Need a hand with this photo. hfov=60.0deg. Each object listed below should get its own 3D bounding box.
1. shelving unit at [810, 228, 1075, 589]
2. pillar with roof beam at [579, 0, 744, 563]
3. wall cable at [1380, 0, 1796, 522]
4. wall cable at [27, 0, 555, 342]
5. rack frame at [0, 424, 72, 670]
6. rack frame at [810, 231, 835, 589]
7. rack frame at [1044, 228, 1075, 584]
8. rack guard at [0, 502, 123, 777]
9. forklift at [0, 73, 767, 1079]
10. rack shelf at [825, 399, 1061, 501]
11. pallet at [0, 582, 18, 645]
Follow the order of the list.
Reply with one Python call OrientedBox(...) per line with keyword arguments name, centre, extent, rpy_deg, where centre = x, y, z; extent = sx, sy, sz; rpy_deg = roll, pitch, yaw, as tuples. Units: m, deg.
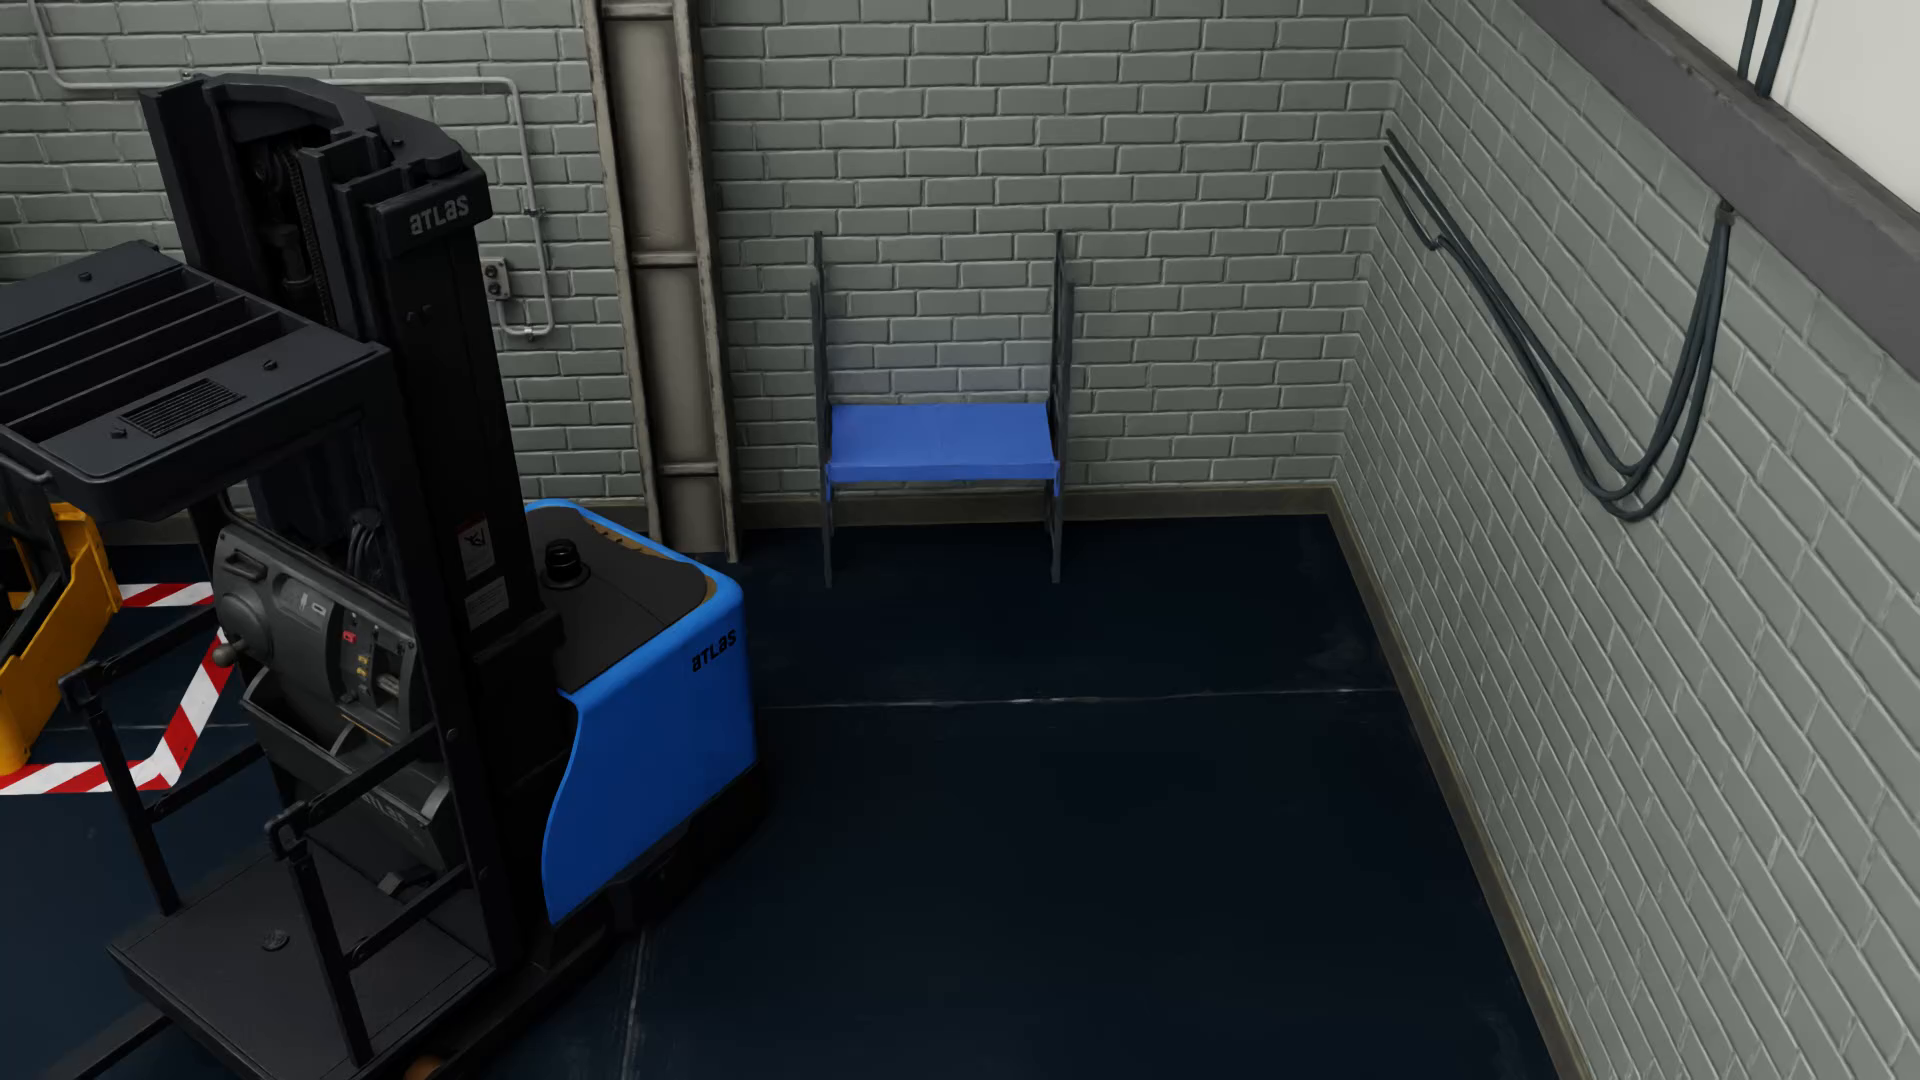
OrientedBox(name="shelving unit", centre=(-0.082, -0.546, 7.206), extent=(1.048, 1.500, 0.538), rpy_deg=(-1, 36, -2))
OrientedBox(name="pillar with roof beam", centre=(-1.008, -1.232, 1.623), extent=(0.400, 9.000, 9.100), rpy_deg=(-2, 35, -2))
OrientedBox(name="wall cable", centre=(1.798, -1.788, 5.154), extent=(0.112, 2.526, 3.097), rpy_deg=(-2, 35, -2))
OrientedBox(name="wall cable", centre=(-2.634, -1.638, 6.589), extent=(1.851, 1.984, 0.084), rpy_deg=(-2, 35, -2))
OrientedBox(name="rack frame", centre=(-3.868, -0.648, 6.051), extent=(0.127, 3.000, 1.000), rpy_deg=(-2, 35, -2))
OrientedBox(name="rack frame", centre=(-0.590, -0.537, 7.187), extent=(0.032, 1.500, 0.500), rpy_deg=(-1, 36, -2))
OrientedBox(name="rack frame", centre=(0.426, -0.556, 7.224), extent=(0.032, 1.500, 0.500), rpy_deg=(-1, 36, -2))
OrientedBox(name="rack guard", centre=(-3.844, 0.379, 6.763), extent=(0.348, 0.500, 1.175), rpy_deg=(-2, 35, -2))
OrientedBox(name="forklift", centre=(-2.001, 0.336, 4.689), extent=(1.130, 2.935, 3.031), rpy_deg=(23, 41, 29))
OrientedBox(name="rack shelf", centre=(-0.083, -0.400, 7.311), extent=(1.000, 0.185, 0.538), rpy_deg=(-1, 36, -2))
OrientedBox(name="pallet", centre=(-4.663, 0.564, 6.749), extent=(1.213, 0.211, 1.003), rpy_deg=(-2, 35, -2))
